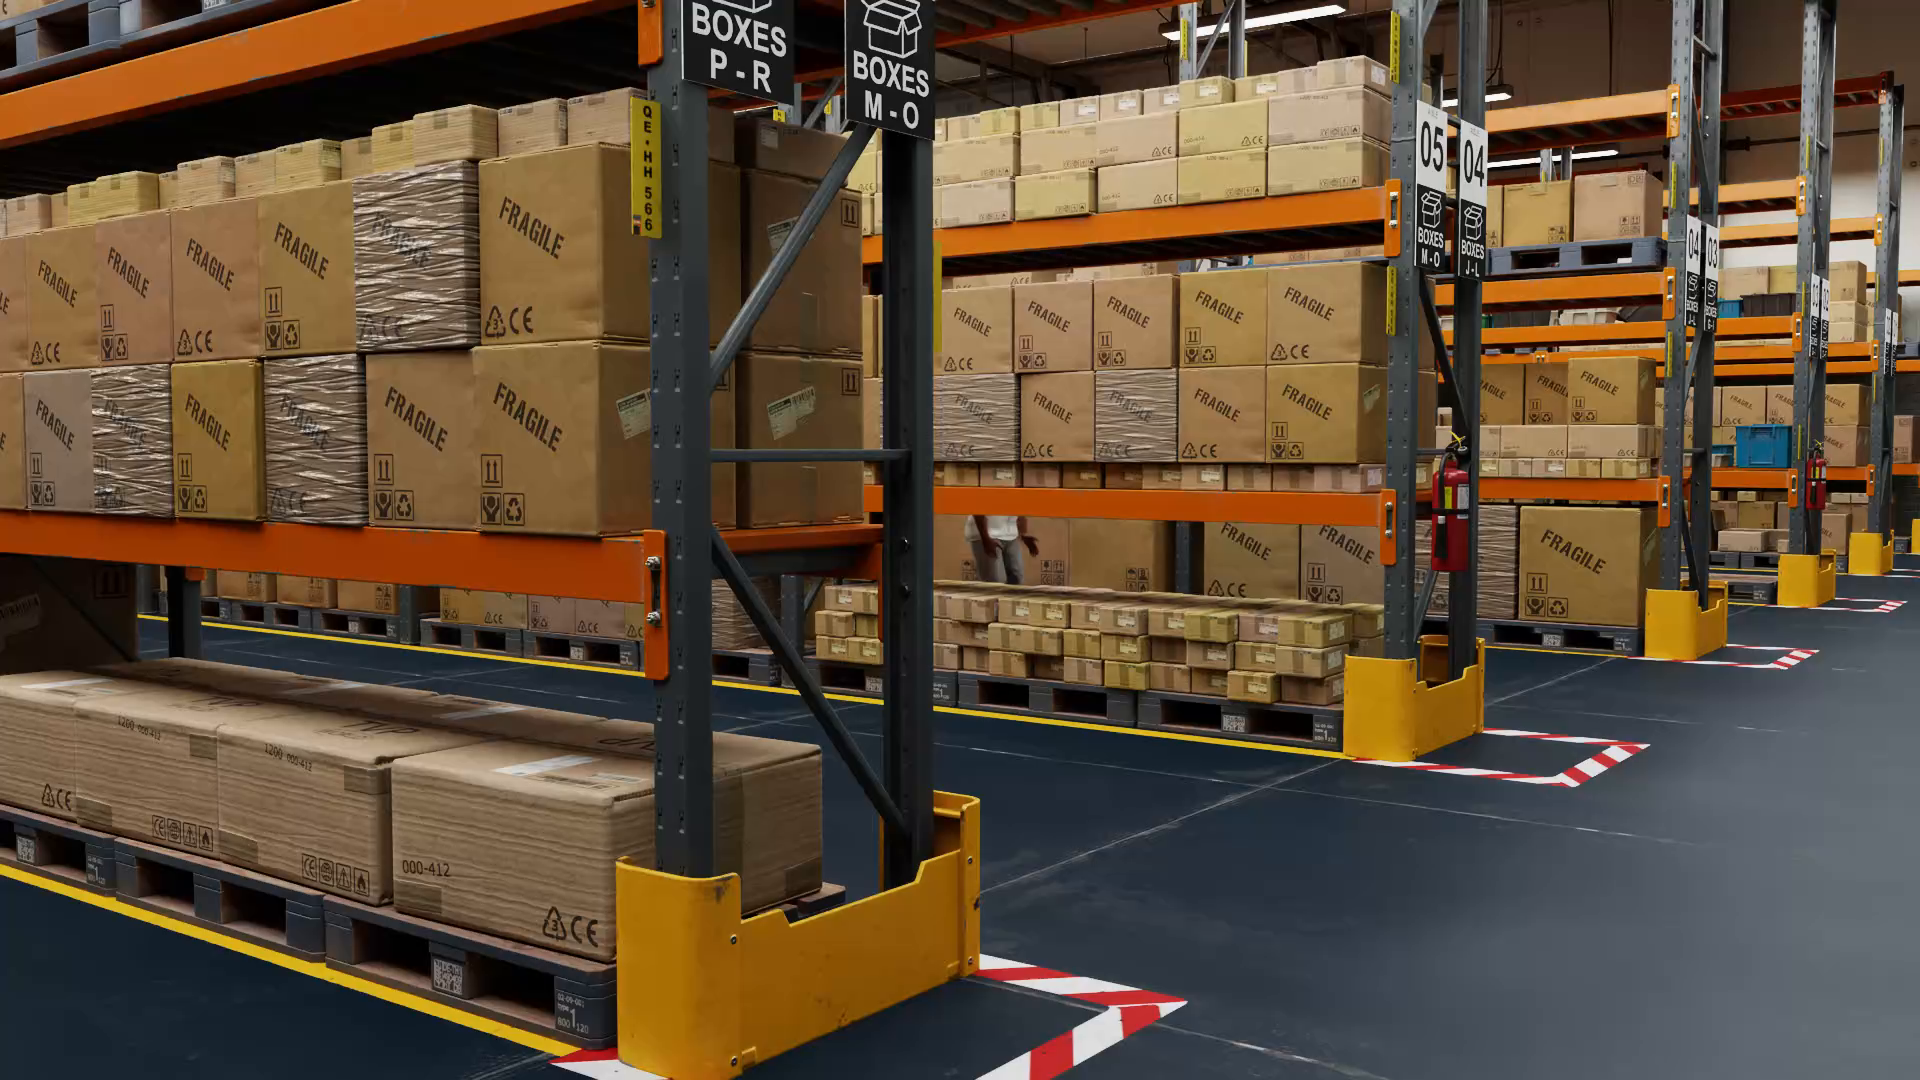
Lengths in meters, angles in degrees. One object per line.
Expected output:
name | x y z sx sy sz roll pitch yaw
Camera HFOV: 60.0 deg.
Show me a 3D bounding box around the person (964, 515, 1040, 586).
person | 0.297 0.003 12.036 0.437 1.725 0.588 2 4 37
